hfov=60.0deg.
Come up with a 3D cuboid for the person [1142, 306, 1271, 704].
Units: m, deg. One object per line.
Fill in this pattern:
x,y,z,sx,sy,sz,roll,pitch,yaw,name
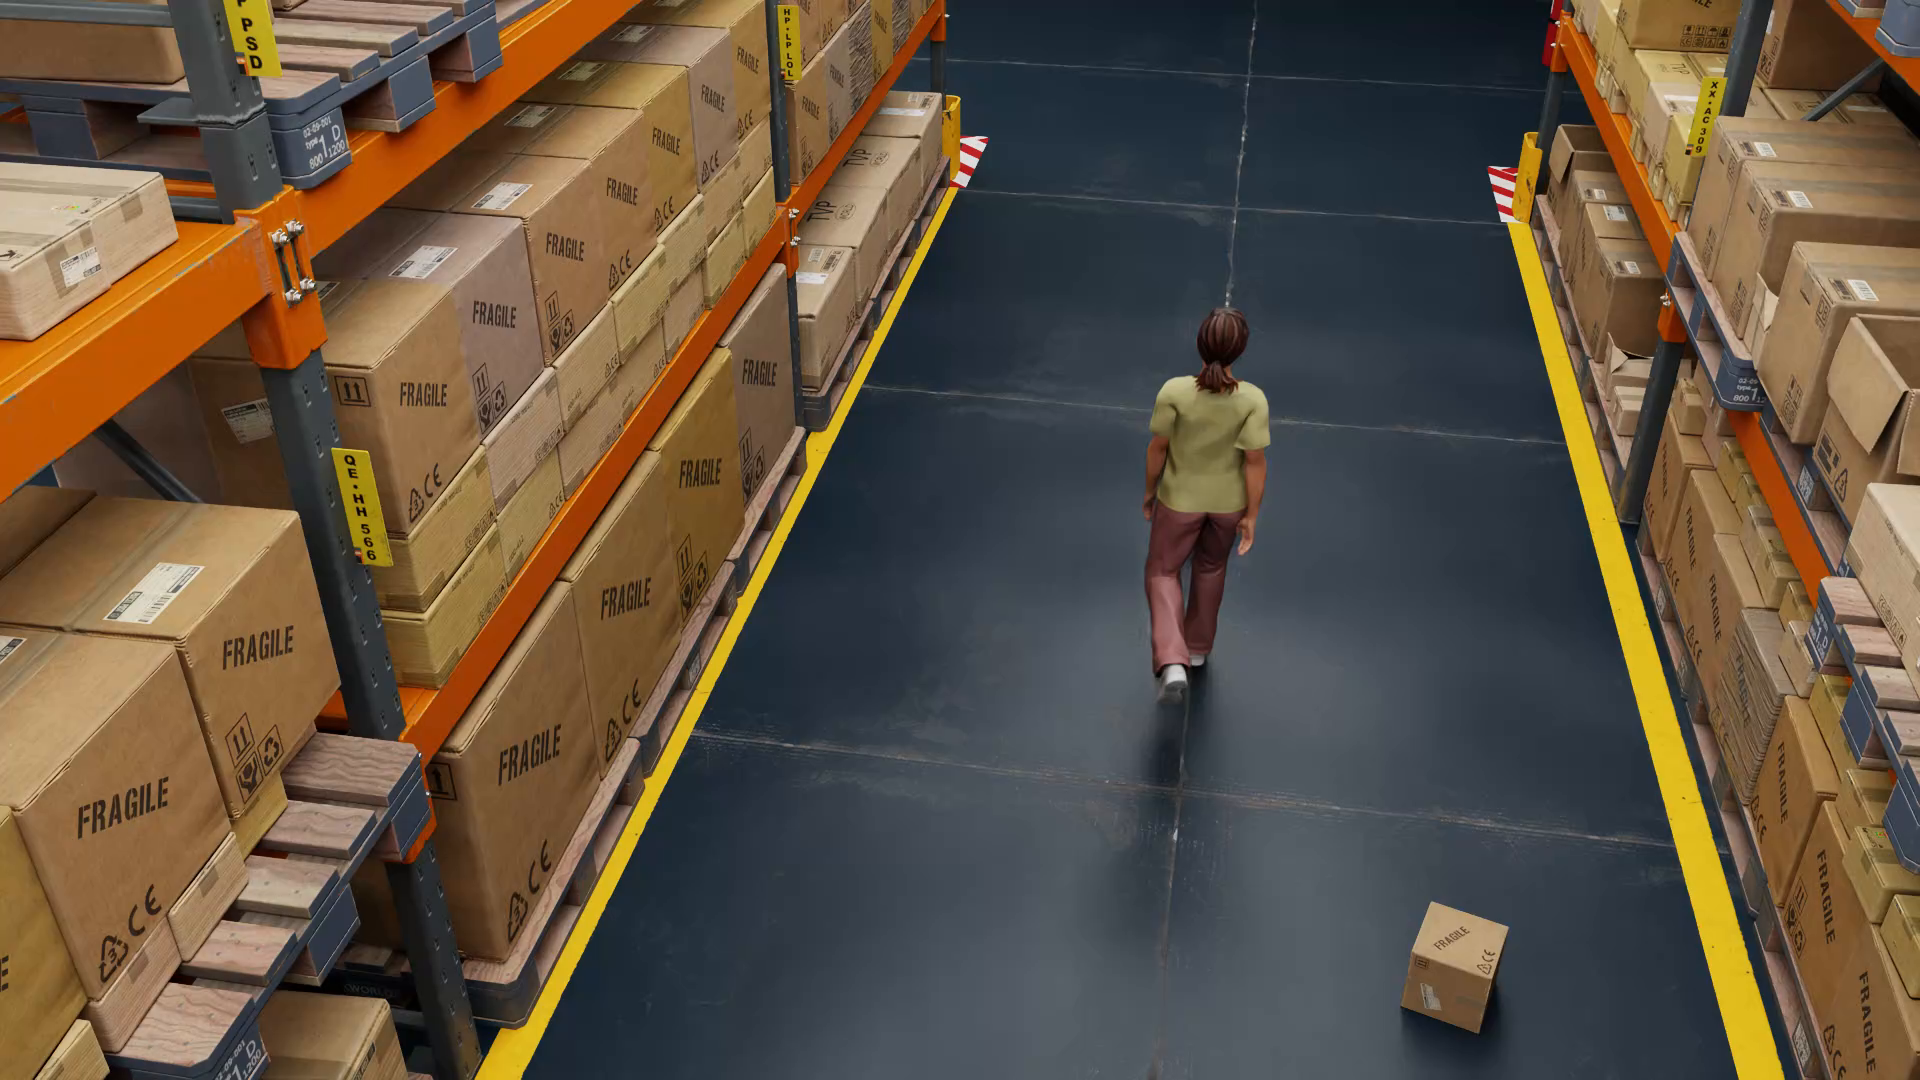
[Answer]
0.918,-0.117,6.306,0.442,1.640,0.803,1,33,2,person
